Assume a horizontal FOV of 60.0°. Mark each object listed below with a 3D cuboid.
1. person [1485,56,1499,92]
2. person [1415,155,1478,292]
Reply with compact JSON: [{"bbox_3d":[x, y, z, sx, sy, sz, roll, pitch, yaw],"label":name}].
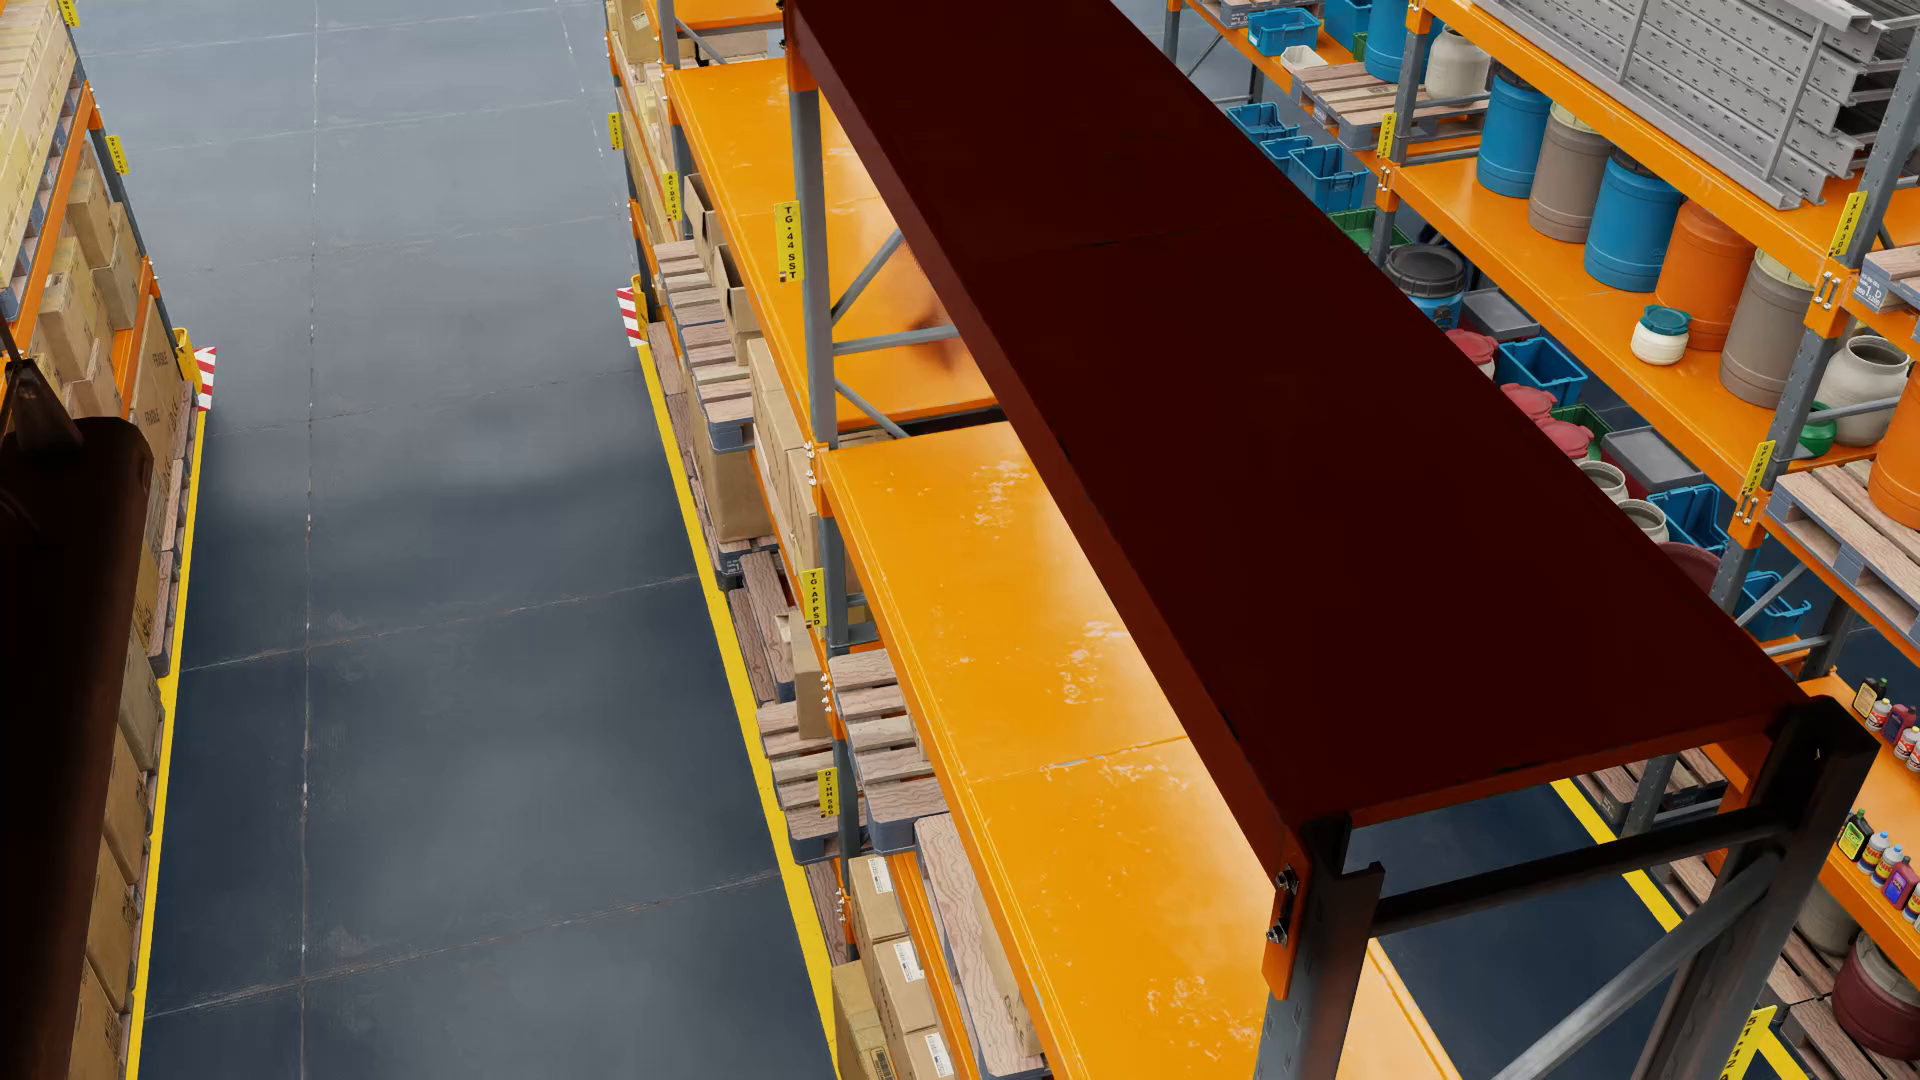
[{"bbox_3d":[6.146,-5.440,18.343,0.708,1.724,0.672,11,40,14],"label":"person"},{"bbox_3d":[4.452,-2.825,15.100,0.582,1.681,0.680,-13,40,-16],"label":"person"}]
